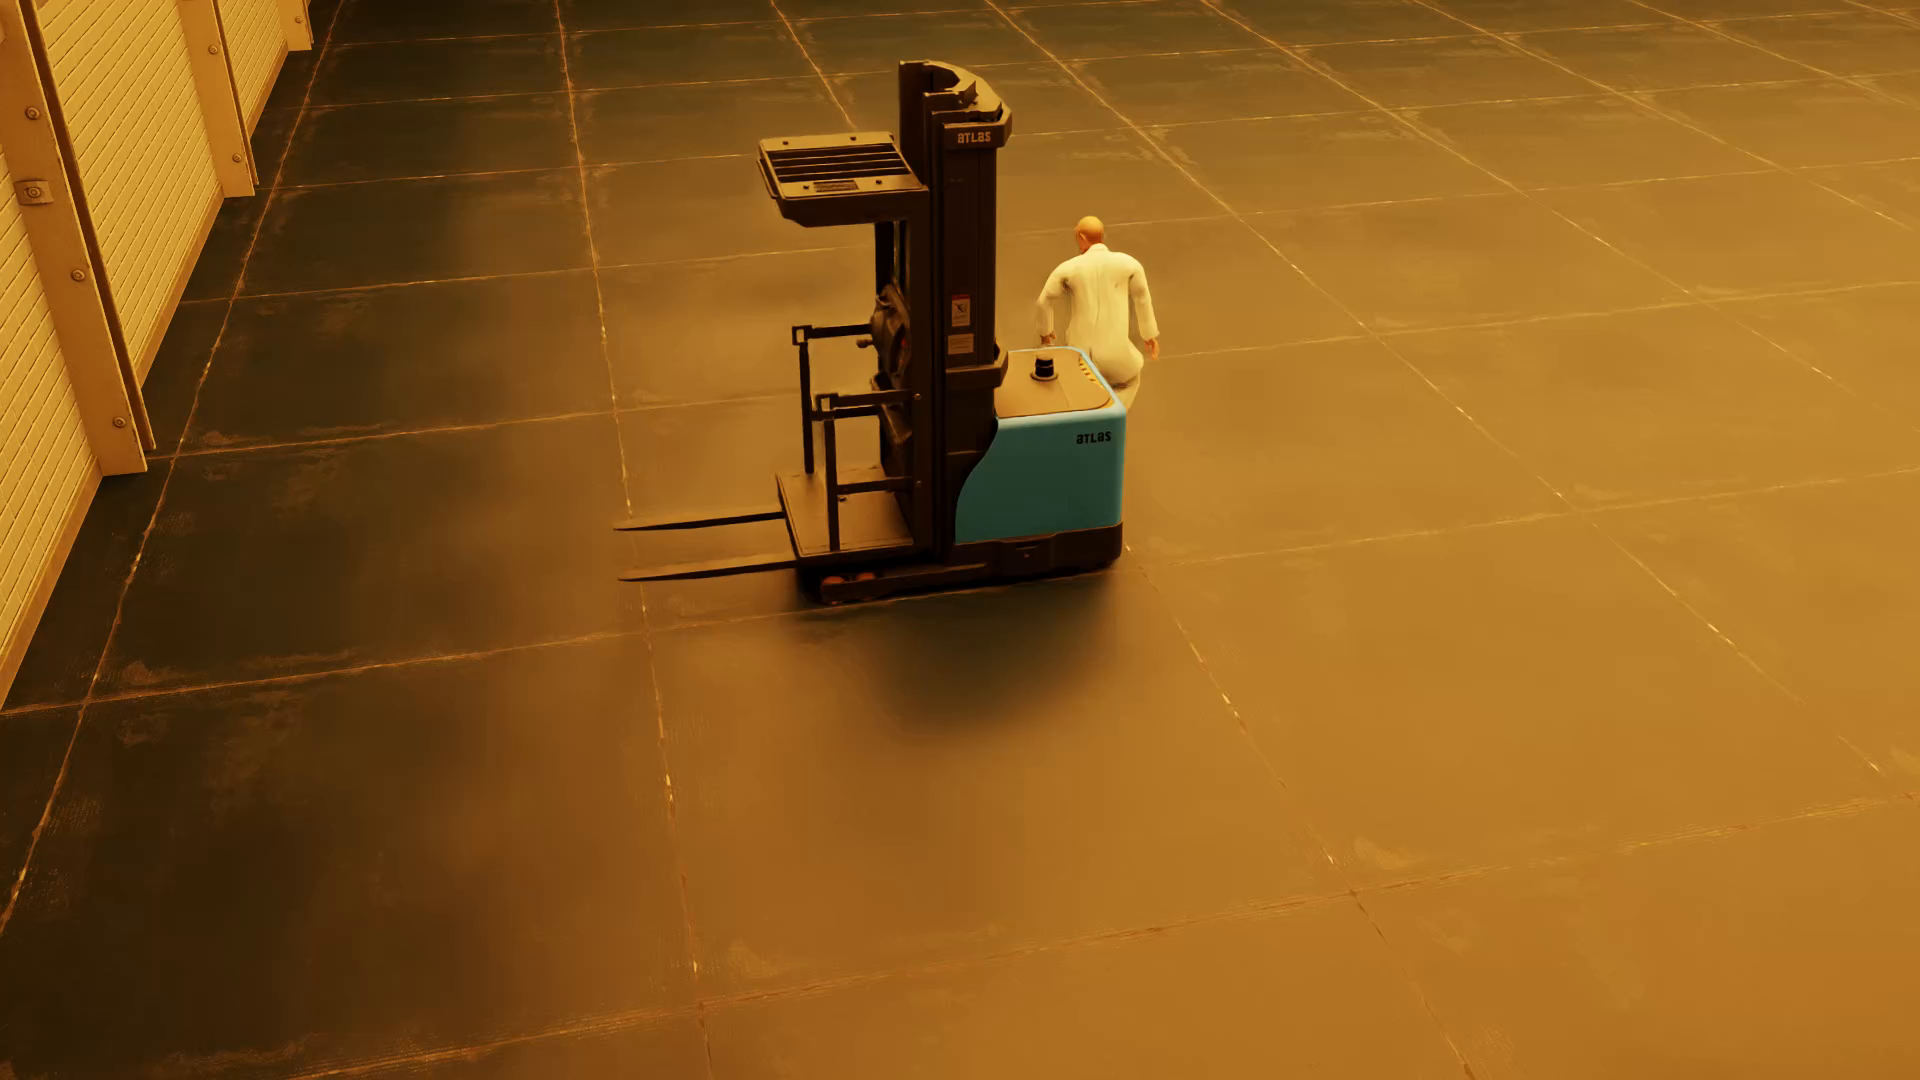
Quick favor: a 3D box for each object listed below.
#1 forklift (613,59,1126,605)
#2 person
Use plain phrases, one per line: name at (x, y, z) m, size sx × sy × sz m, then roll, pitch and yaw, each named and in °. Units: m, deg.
forklift at (-0.584, -1.176, 9.607) m, size 3.031 × 2.935 × 1.130 m, roll -7°, pitch 31°, yaw -11°
person at (0.929, -1.341, 11.418) m, size 0.850 × 1.719 × 0.595 m, roll 10°, pitch 32°, yaw 17°
